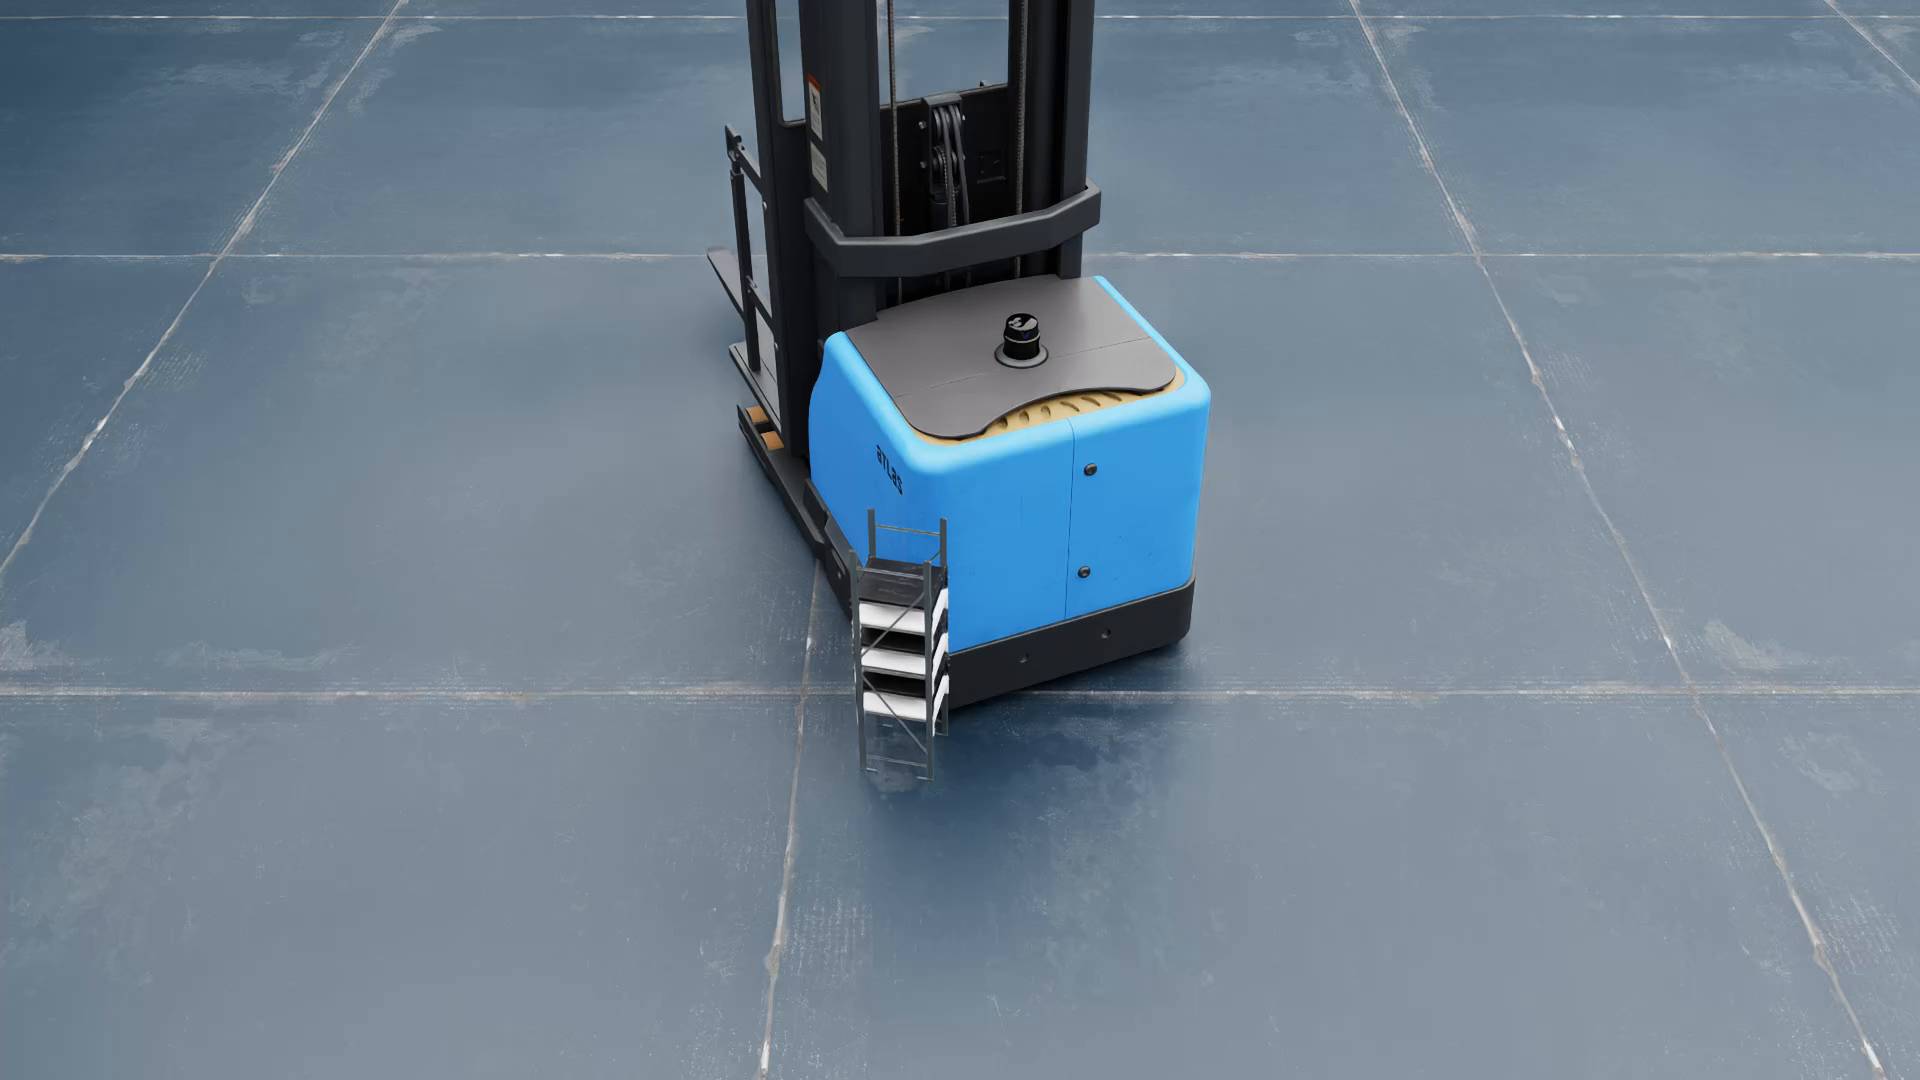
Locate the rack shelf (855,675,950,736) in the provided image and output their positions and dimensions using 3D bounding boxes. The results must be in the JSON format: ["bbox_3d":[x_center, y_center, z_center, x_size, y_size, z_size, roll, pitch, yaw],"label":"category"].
[{"bbox_3d":[-0.179,0.503,5.244,0.258,0.077,0.200,8,39,10],"label":"rack shelf"}]

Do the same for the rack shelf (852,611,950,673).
[{"bbox_3d":[-0.179,0.292,5.075,0.258,0.077,0.200,8,39,10],"label":"rack shelf"}]

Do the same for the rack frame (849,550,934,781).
[{"bbox_3d":[-0.201,0.398,5.033,0.240,0.900,0.006,8,39,10],"label":"rack frame"}]

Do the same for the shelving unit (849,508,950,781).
[{"bbox_3d":[-0.179,0.336,5.111,0.258,0.900,0.210,8,39,10],"label":"shelving unit"}]

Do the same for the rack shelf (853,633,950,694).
[{"bbox_3d":[-0.179,0.362,5.131,0.258,0.077,0.200,8,39,10],"label":"rack shelf"}]

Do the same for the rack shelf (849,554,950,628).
[{"bbox_3d":[-0.179,0.151,4.963,0.258,0.077,0.200,8,39,10],"label":"rack shelf"}]

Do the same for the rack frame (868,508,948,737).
[{"bbox_3d":[-0.157,0.274,5.188,0.240,0.900,0.006,8,39,10],"label":"rack frame"}]

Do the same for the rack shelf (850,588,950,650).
[{"bbox_3d":[-0.179,0.221,5.019,0.258,0.077,0.200,8,39,10],"label":"rack shelf"}]

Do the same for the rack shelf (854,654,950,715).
[{"bbox_3d":[-0.179,0.432,5.187,0.258,0.077,0.200,8,39,10],"label":"rack shelf"}]

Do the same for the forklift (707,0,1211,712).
[{"bbox_3d":[-0.245,-1.504,5.783,1.130,2.935,3.031,-15,41,-18],"label":"forklift"}]
